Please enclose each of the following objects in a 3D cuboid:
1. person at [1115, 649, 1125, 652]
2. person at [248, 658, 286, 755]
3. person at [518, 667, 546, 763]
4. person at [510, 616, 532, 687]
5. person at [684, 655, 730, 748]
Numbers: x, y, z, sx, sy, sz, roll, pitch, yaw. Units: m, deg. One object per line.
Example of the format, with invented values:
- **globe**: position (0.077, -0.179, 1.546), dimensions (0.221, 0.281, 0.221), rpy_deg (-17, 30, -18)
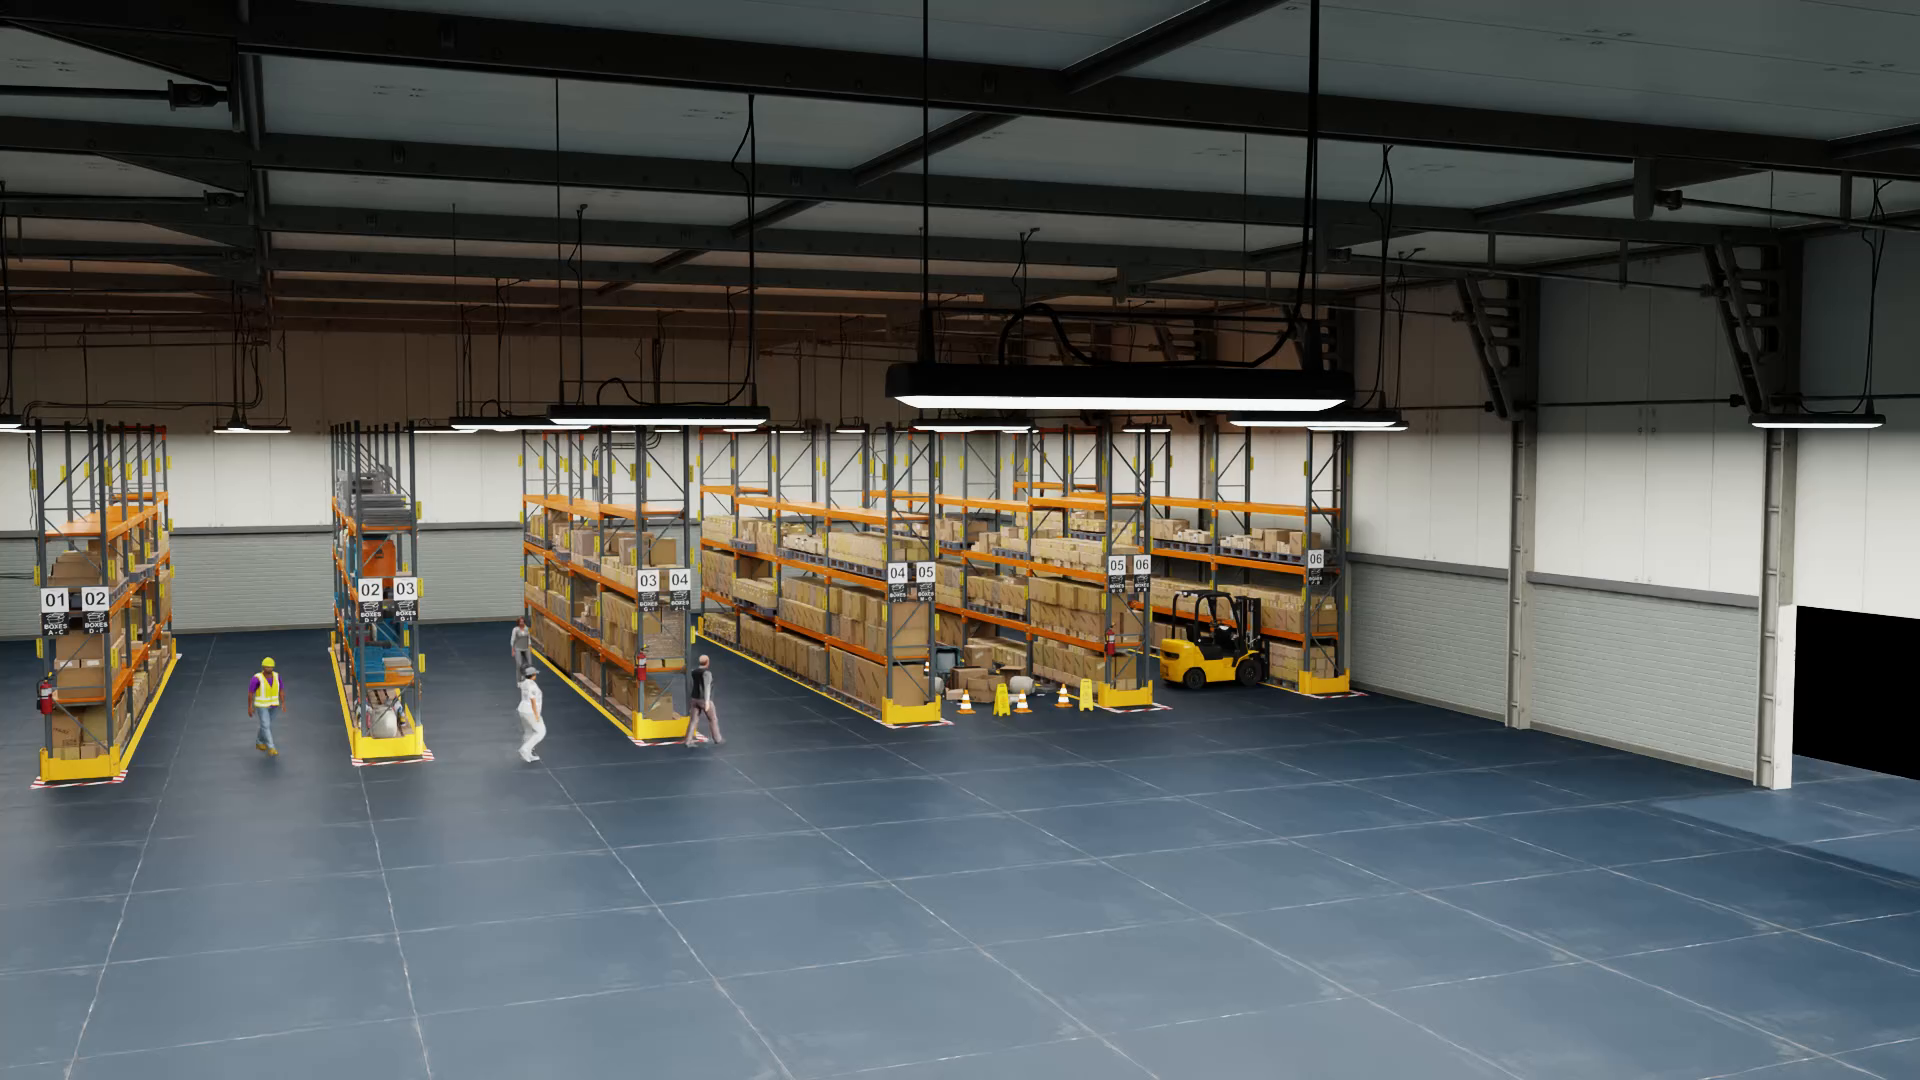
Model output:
- **person**: position (3.707, 2.421, 39.561), dimensions (0.647, 1.670, 0.789), rpy_deg (-1, 4, -20)
- **person**: position (-12.413, 2.967, 29.878), dimensions (1.033, 1.705, 0.591), rpy_deg (2, 4, 34)
- **person**: position (-7.560, 3.054, 29.168), dimensions (0.457, 1.660, 0.502), rpy_deg (-2, 4, -31)
- **person**: position (-10.037, 2.545, 38.039), dimensions (0.484, 1.604, 0.505), rpy_deg (-3, 4, -36)
- **person**: position (-4.715, 2.951, 30.607), dimensions (0.575, 1.667, 0.941), rpy_deg (3, 4, 37)
